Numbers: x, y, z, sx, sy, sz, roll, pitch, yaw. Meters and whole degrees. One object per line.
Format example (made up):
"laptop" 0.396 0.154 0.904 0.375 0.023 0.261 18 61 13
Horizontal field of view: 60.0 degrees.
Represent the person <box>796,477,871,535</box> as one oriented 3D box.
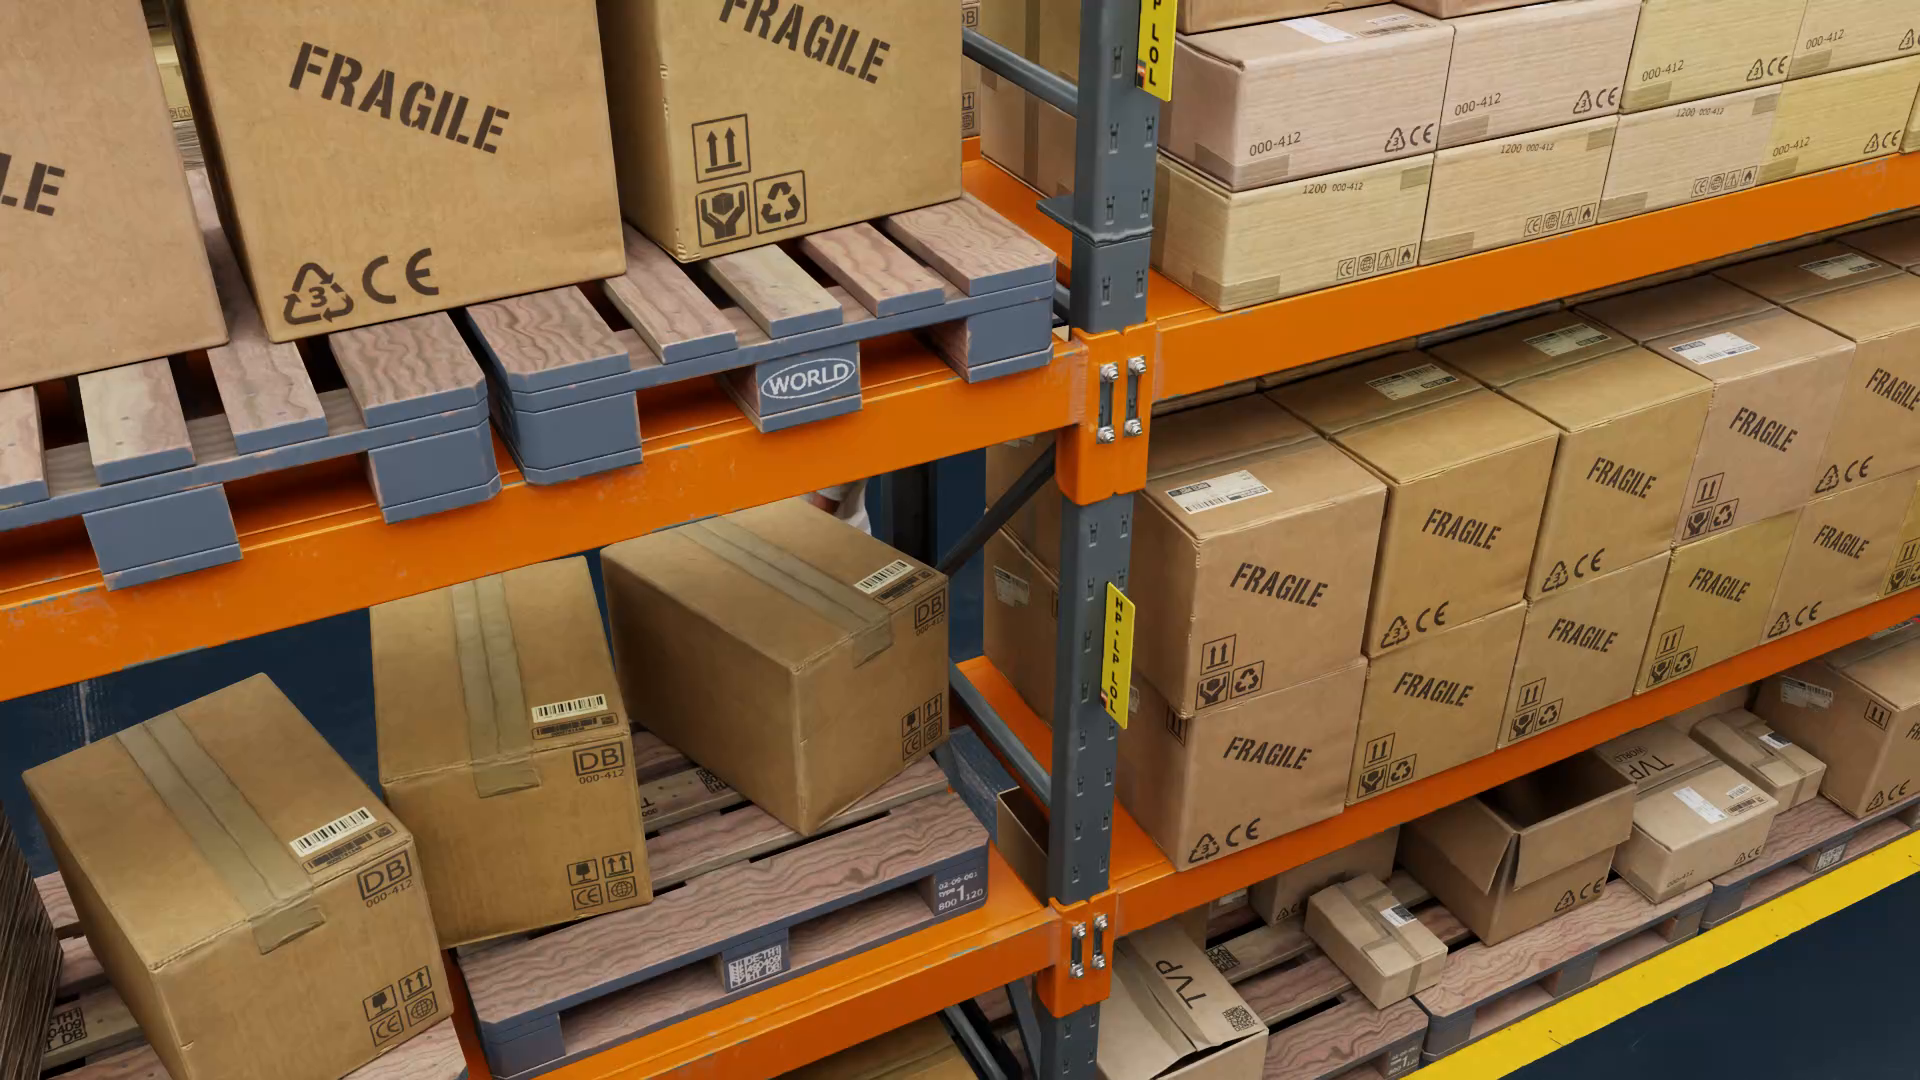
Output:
"person" -0.591 0.042 6.051 0.565 1.788 0.503 -16 36 -23
